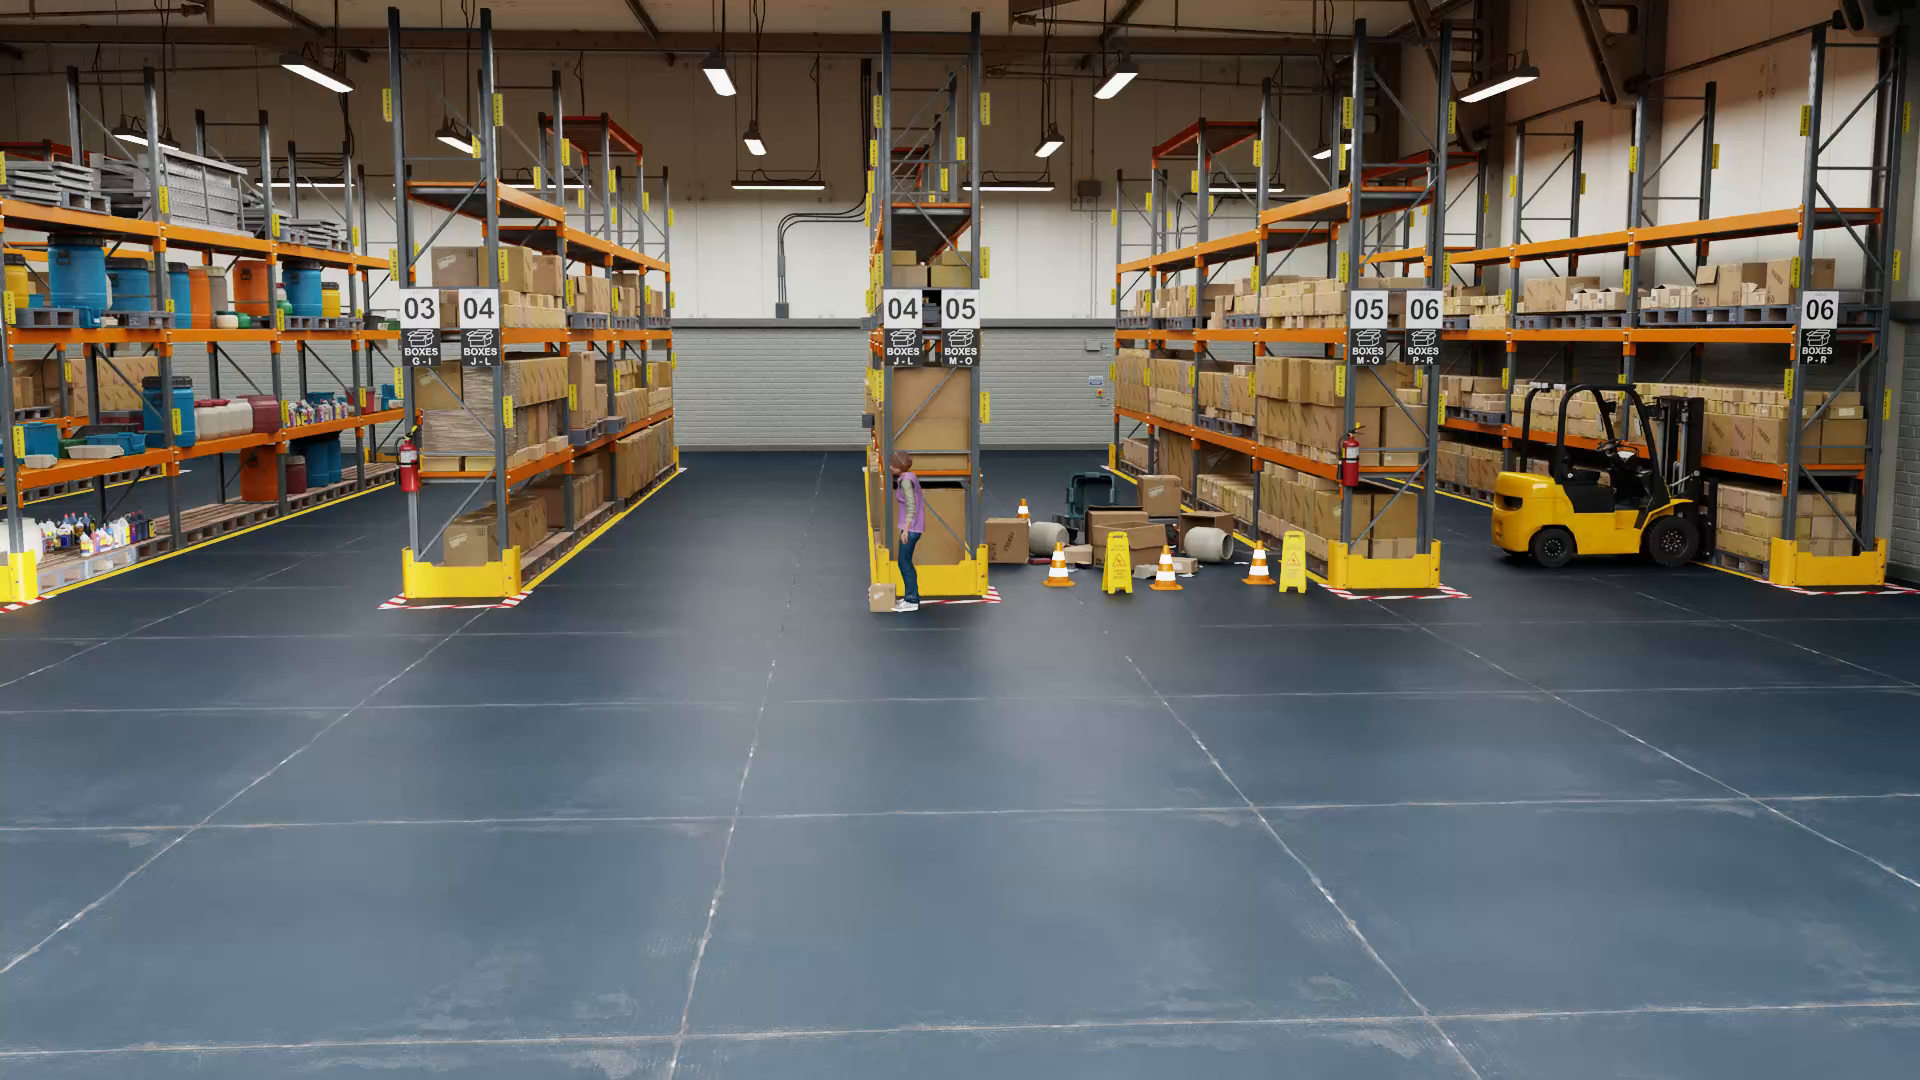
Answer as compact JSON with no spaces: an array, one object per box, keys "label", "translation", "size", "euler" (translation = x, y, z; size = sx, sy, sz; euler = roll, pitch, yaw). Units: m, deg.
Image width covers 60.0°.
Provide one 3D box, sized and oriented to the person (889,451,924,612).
[{"label":"person","translation":[-0.527,-0.093,16.549],"size":[0.342,1.593,0.481],"euler":[0,7,-1]}]
